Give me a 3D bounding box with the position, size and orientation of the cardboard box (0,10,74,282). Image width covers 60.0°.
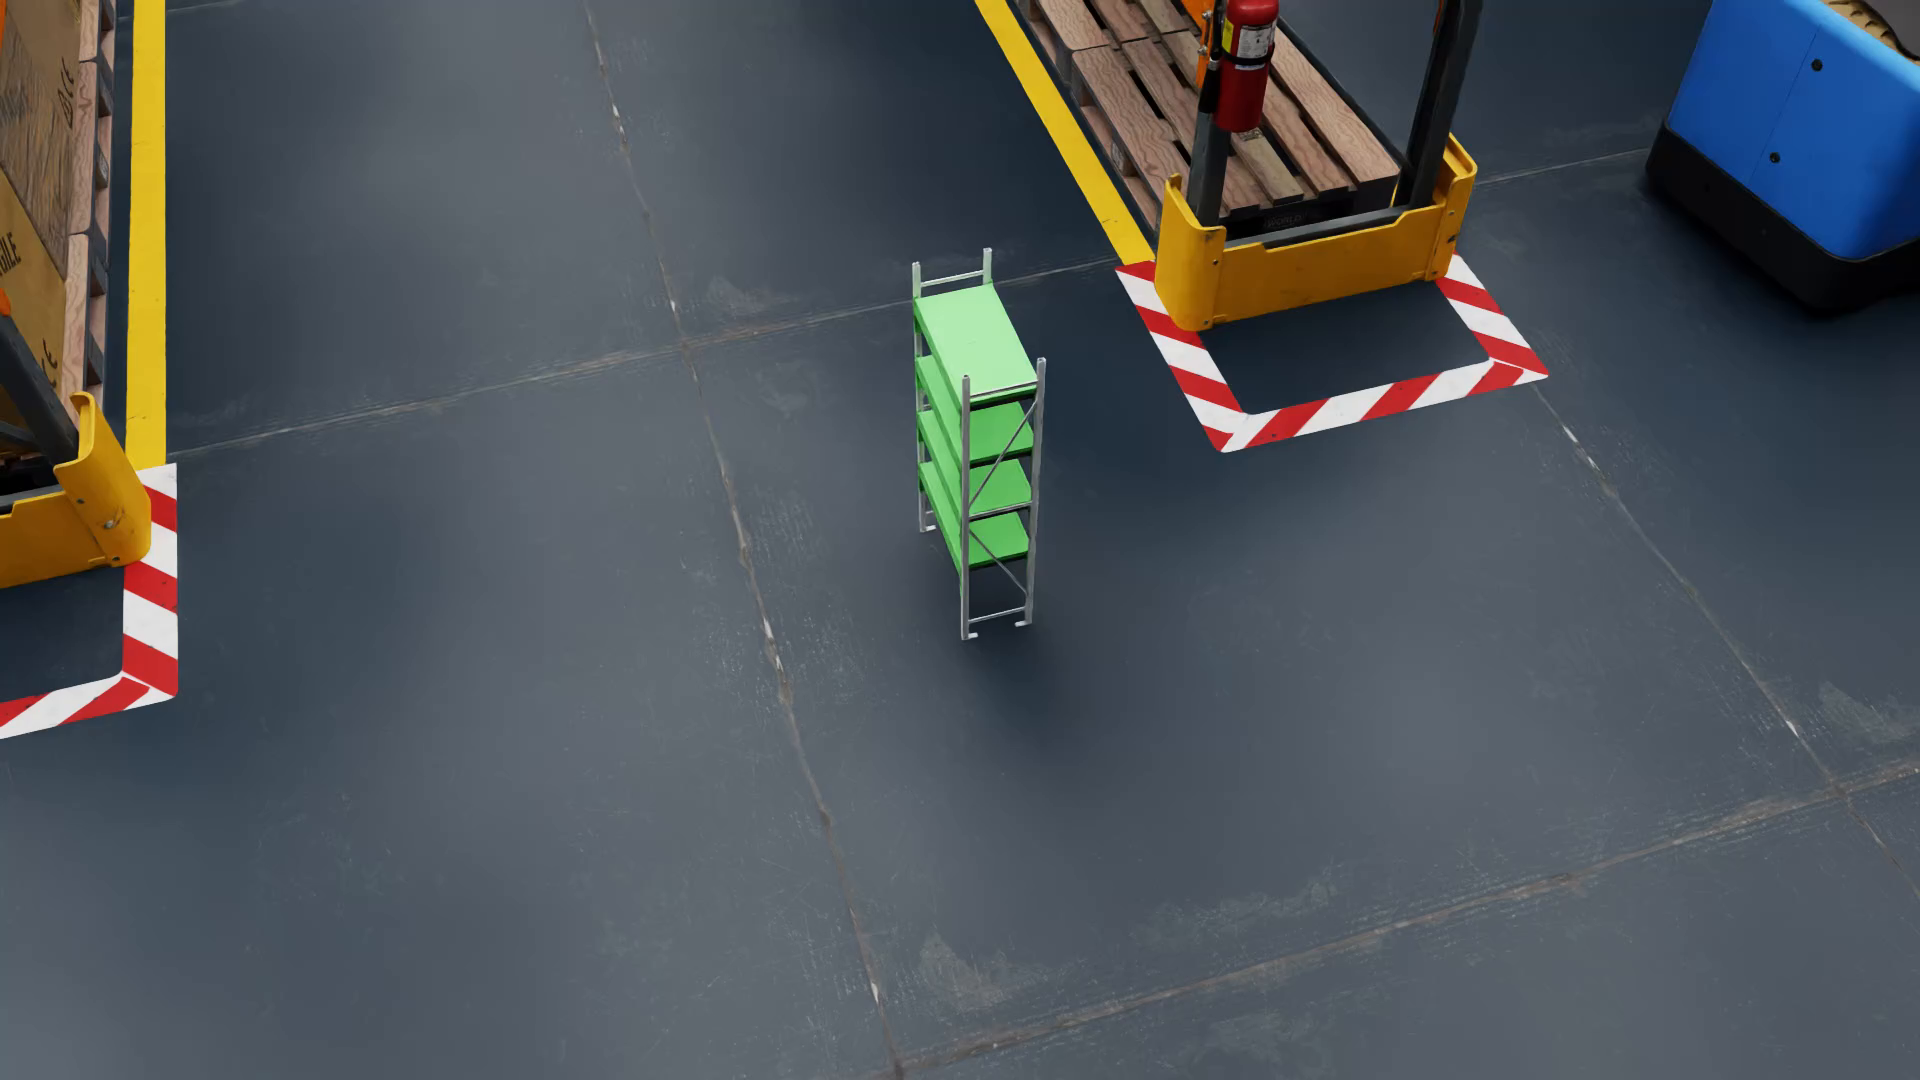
[{"bbox_3d":[-3.923,-1.475,6.147,0.875,0.875,0.875,-13,51,-11],"label":"cardboard box"}]

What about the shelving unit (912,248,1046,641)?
[{"bbox_3d":[0.049,-0.266,5.189,0.258,1.200,0.503,-13,51,-11],"label":"shelving unit"}]

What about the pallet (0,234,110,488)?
[{"bbox_3d":[-3.700,-0.578,6.099,1.003,0.211,1.213,-13,51,-11],"label":"pallet"}]

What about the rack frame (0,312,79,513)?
[{"bbox_3d":[-3.389,-0.911,4.556,1.000,3.000,0.127,-13,51,-11],"label":"rack frame"}]

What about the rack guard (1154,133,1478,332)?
[{"bbox_3d":[1.362,-1.210,6.443,1.175,0.500,0.348,-13,51,-11],"label":"rack guard"}]

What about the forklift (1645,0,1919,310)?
[{"bbox_3d":[4.421,-2.632,6.052,3.031,2.935,1.130,-21,53,-17],"label":"forklift"}]

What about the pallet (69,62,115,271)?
[{"bbox_3d":[-4.057,-1.468,6.849,1.003,0.211,1.213,-13,51,-11],"label":"pallet"}]

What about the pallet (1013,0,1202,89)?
[{"bbox_3d":[0.779,-2.632,7.831,1.003,0.211,1.213,-13,51,-11],"label":"pallet"}]

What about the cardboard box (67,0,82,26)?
[{"bbox_3d":[-4.453,-2.782,7.249,0.875,0.875,0.875,-13,51,-11],"label":"cardboard box"}]

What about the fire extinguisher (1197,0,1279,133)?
[{"bbox_3d":[0.953,-1.672,5.493,0.296,0.674,0.183,-13,51,-11],"label":"fire extinguisher"}]

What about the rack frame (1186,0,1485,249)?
[{"bbox_3d":[1.343,-2.030,5.500,1.000,3.000,0.127,-13,51,-11],"label":"rack frame"}]

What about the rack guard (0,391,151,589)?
[{"bbox_3d":[-3.382,-0.087,5.497,1.175,0.500,0.348,-13,51,-11],"label":"rack guard"}]

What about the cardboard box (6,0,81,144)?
[{"bbox_3d":[-4.187,-2.125,6.695,0.875,0.875,0.875,-13,51,-11],"label":"cardboard box"}]

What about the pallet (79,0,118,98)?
[{"bbox_3d":[-4.421,-2.360,7.602,1.003,0.211,1.213,-13,51,-11],"label":"pallet"}]

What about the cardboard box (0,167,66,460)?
[{"bbox_3d":[-3.654,-0.810,5.586,0.875,0.875,0.875,-13,51,-11],"label":"cardboard box"}]

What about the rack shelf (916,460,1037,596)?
[{"bbox_3d":[0.049,-0.070,5.422,0.258,0.148,0.480,-13,51,-11],"label":"rack shelf"}]

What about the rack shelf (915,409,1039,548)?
[{"bbox_3d":[0.049,-0.225,5.238,0.258,0.148,0.480,-13,51,-11],"label":"rack shelf"}]

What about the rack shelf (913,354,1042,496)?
[{"bbox_3d":[0.049,-0.379,5.055,0.258,0.148,0.480,-13,51,-11],"label":"rack shelf"}]

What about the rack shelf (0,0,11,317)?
[{"bbox_3d":[-3.980,-2.139,6.062,1.077,0.370,4.000,-13,51,-11],"label":"rack shelf"}]

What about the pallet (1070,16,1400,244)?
[{"bbox_3d":[1.136,-1.743,7.081,1.003,0.211,1.213,-13,51,-11],"label":"pallet"}]

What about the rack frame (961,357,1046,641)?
[{"bbox_3d":[0.121,-0.088,5.039,0.240,1.200,0.015,-13,51,-11],"label":"rack frame"}]

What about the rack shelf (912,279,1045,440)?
[{"bbox_3d":[0.049,-0.534,4.871,0.258,0.148,0.480,-13,51,-11],"label":"rack shelf"}]

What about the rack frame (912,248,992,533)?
[{"bbox_3d":[-0.023,-0.444,5.340,0.240,1.200,0.015,-13,51,-11],"label":"rack frame"}]

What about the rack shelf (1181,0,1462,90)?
[{"bbox_3d":[0.751,-3.259,7.006,1.077,0.370,4.000,-13,51,-11],"label":"rack shelf"}]
